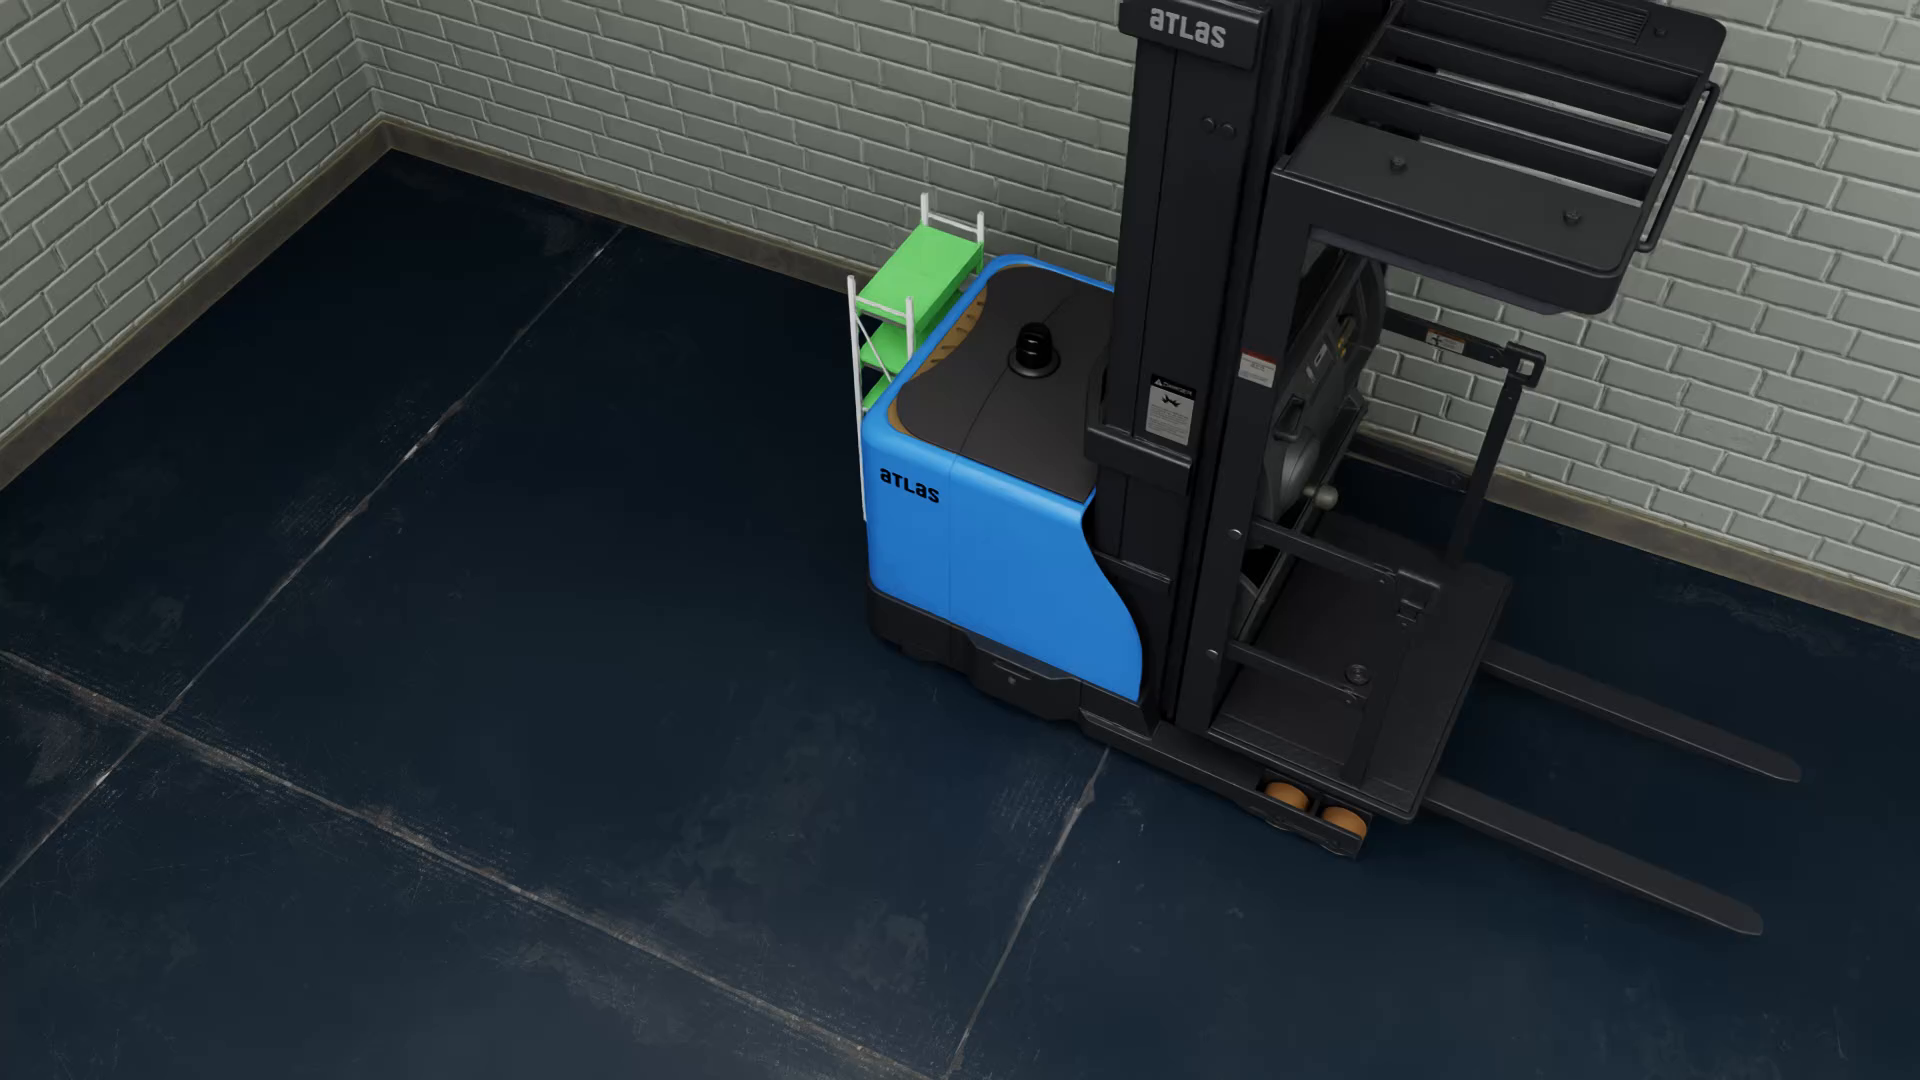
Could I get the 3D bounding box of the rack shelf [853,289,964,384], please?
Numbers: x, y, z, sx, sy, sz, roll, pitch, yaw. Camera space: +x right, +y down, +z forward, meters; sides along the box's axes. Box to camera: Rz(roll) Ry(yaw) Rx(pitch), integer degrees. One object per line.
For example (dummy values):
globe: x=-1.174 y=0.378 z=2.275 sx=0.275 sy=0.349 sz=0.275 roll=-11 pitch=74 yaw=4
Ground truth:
rack shelf: x=-0.141 y=-0.704 z=5.830 sx=0.258 sy=0.148 sz=0.480 roll=22 pitch=53 yaw=18

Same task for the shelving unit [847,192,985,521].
shelving unit: x=-0.141 y=-0.589 z=5.964 sx=0.258 sy=1.200 sz=0.503 roll=22 pitch=53 yaw=18

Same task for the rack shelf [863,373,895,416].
rack shelf: x=-0.141 y=-0.548 z=6.012 sx=0.258 sy=0.148 sz=0.480 roll=22 pitch=53 yaw=18

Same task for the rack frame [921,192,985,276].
rack frame: x=-0.025 y=-0.753 z=6.103 sx=0.240 sy=1.200 sz=0.015 roll=22 pitch=53 yaw=18

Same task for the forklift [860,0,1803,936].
forklift: x=1.216 y=-0.399 z=4.665 sx=3.031 sy=2.935 sz=1.130 roll=22 pitch=53 yaw=18

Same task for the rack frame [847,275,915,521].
rack frame: x=-0.258 y=-0.426 z=5.825 sx=0.240 sy=1.200 sz=0.015 roll=22 pitch=53 yaw=18

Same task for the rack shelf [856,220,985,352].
rack shelf: x=-0.142 y=-0.859 z=5.647 sx=0.258 sy=0.148 sz=0.480 roll=22 pitch=53 yaw=18
